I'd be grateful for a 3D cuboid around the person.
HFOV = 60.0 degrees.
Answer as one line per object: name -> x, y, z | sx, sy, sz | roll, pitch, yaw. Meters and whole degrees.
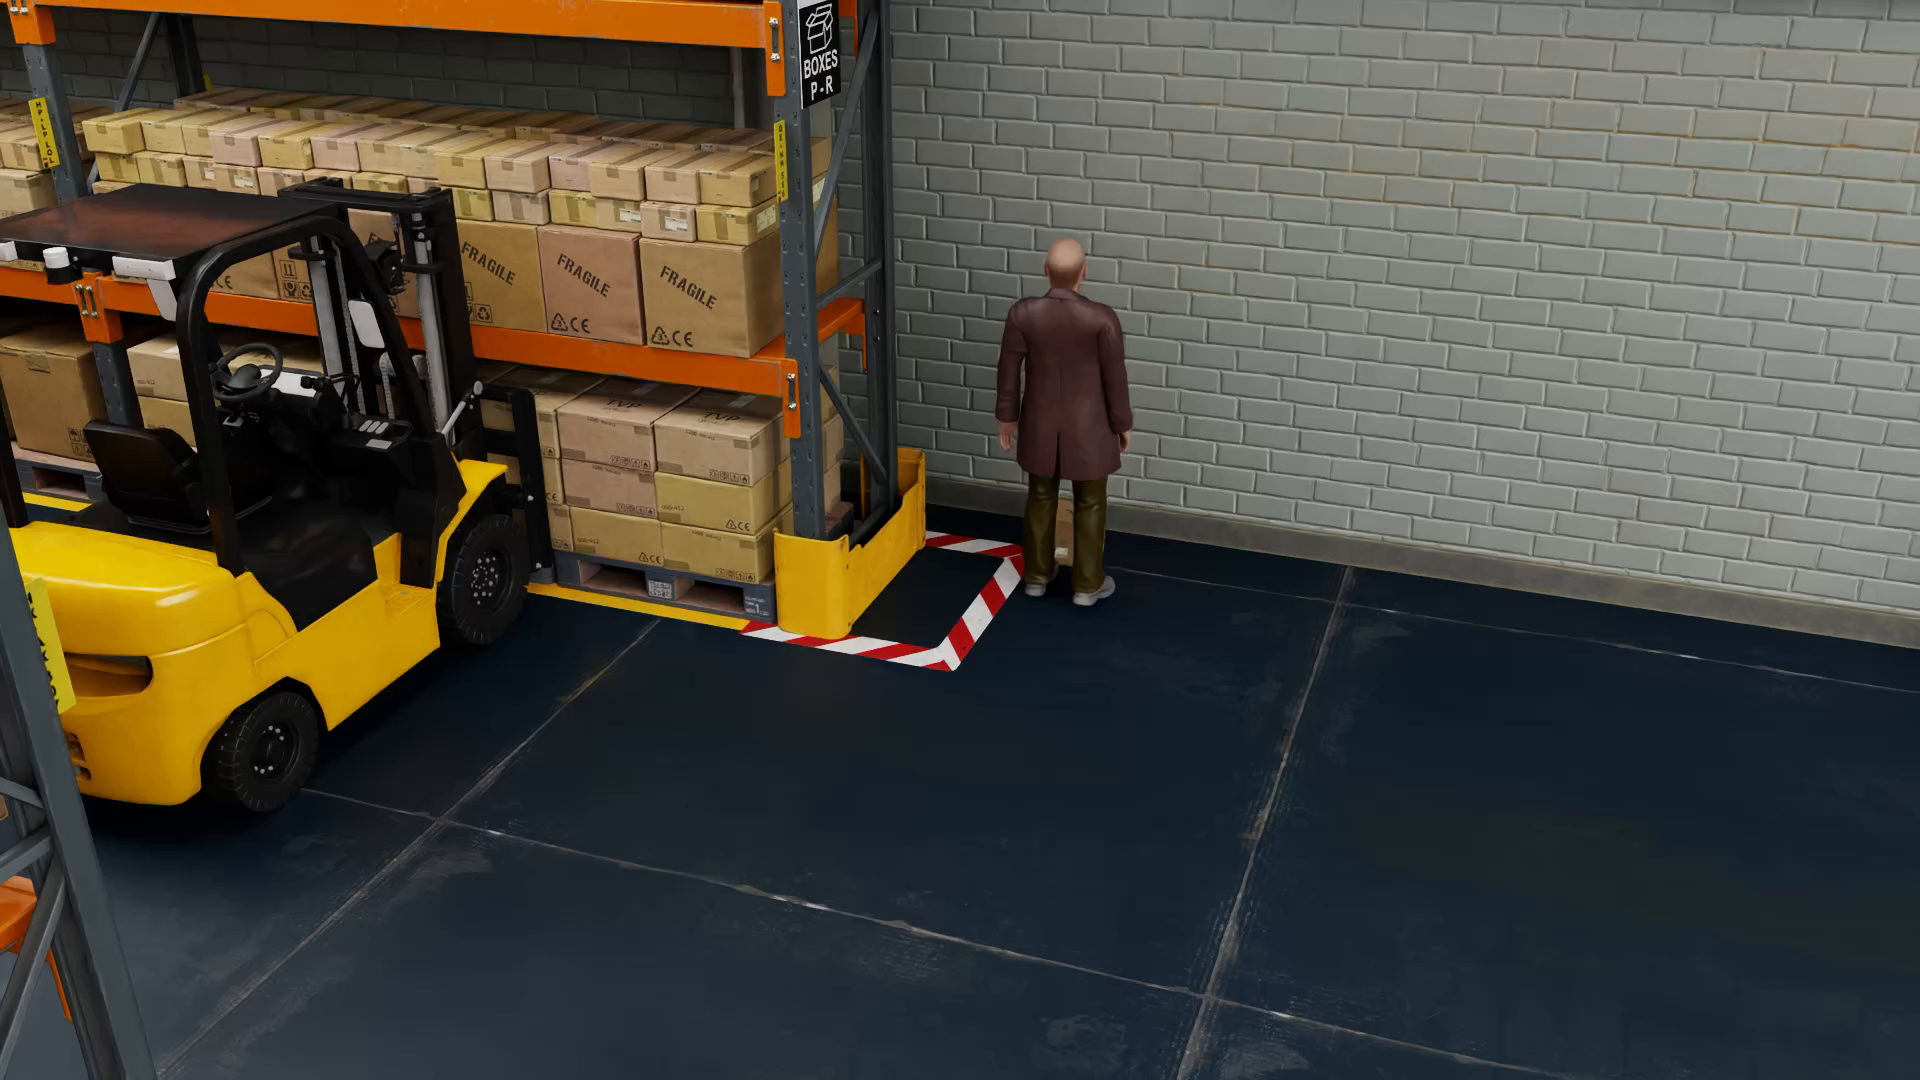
person -> 0.498, -0.551, 7.761 | 0.647, 1.804, 0.471 | 8, 27, 17
